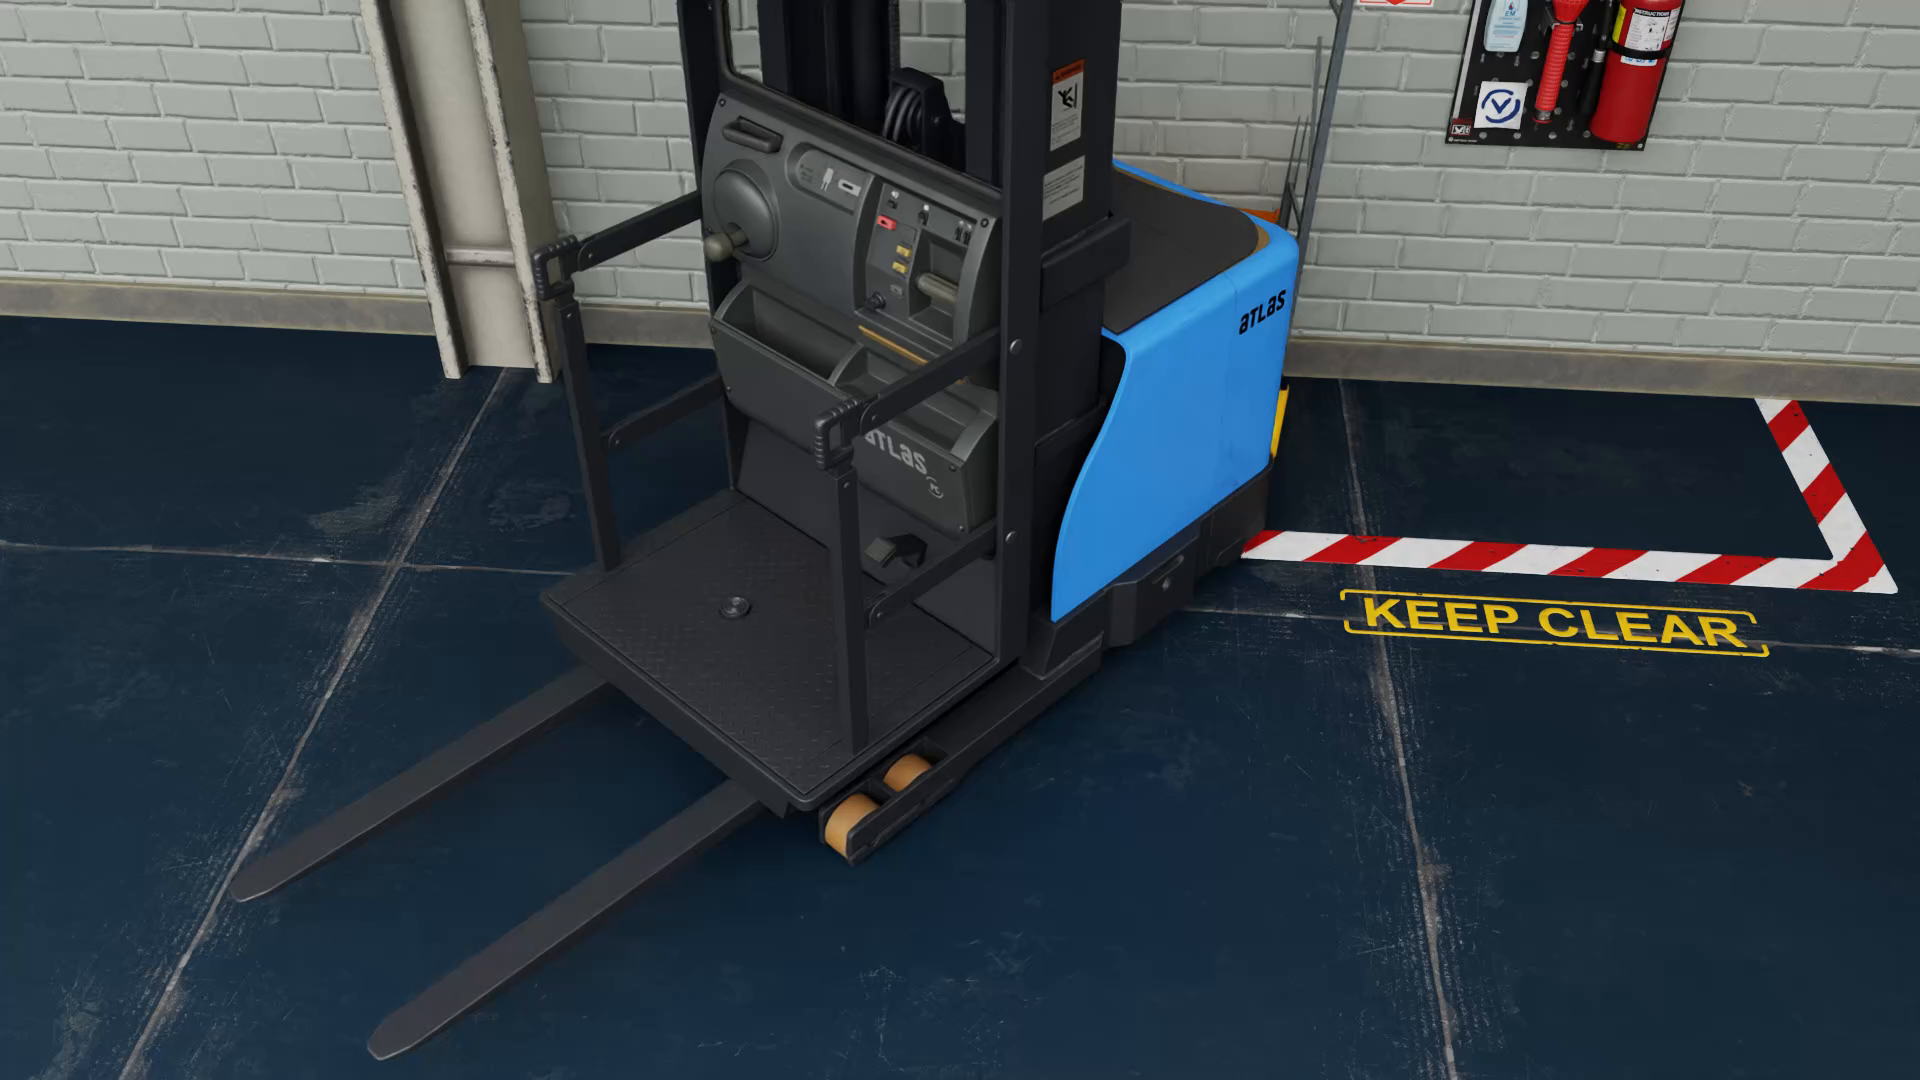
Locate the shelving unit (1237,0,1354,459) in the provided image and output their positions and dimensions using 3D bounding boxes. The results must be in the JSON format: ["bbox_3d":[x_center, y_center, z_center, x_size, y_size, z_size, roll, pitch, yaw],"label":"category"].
[{"bbox_3d":[0.581,-1.108,5.344,1.083,1.500,0.587,6,31,2],"label":"shelving unit"}]

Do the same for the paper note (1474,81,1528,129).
[{"bbox_3d":[1.711,-1.375,5.261,0.142,0.148,0.016,3,39,4],"label":"paper note"}]

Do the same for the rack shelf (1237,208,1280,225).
[{"bbox_3d":[0.559,-0.956,5.438,1.000,0.185,0.538,6,31,2],"label":"rack shelf"}]

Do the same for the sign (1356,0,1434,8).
[{"bbox_3d":[1.340,-1.772,5.023,0.234,0.329,0.001,3,39,4],"label":"sign"}]

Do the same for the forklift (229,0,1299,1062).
[{"bbox_3d":[-0.427,-0.690,3.776,1.130,2.935,3.031,31,48,32],"label":"forklift"}]

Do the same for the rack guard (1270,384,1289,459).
[{"bbox_3d":[1.032,-0.525,5.655,0.087,0.250,0.587,6,31,2],"label":"rack guard"}]

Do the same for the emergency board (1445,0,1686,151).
[{"bbox_3d":[1.882,-1.663,4.917,0.643,1.169,0.194,3,39,4],"label":"emergency board"}]

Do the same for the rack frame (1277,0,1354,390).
[{"bbox_3d":[1.078,-1.056,5.329,0.032,1.500,0.500,6,31,2],"label":"rack frame"}]
